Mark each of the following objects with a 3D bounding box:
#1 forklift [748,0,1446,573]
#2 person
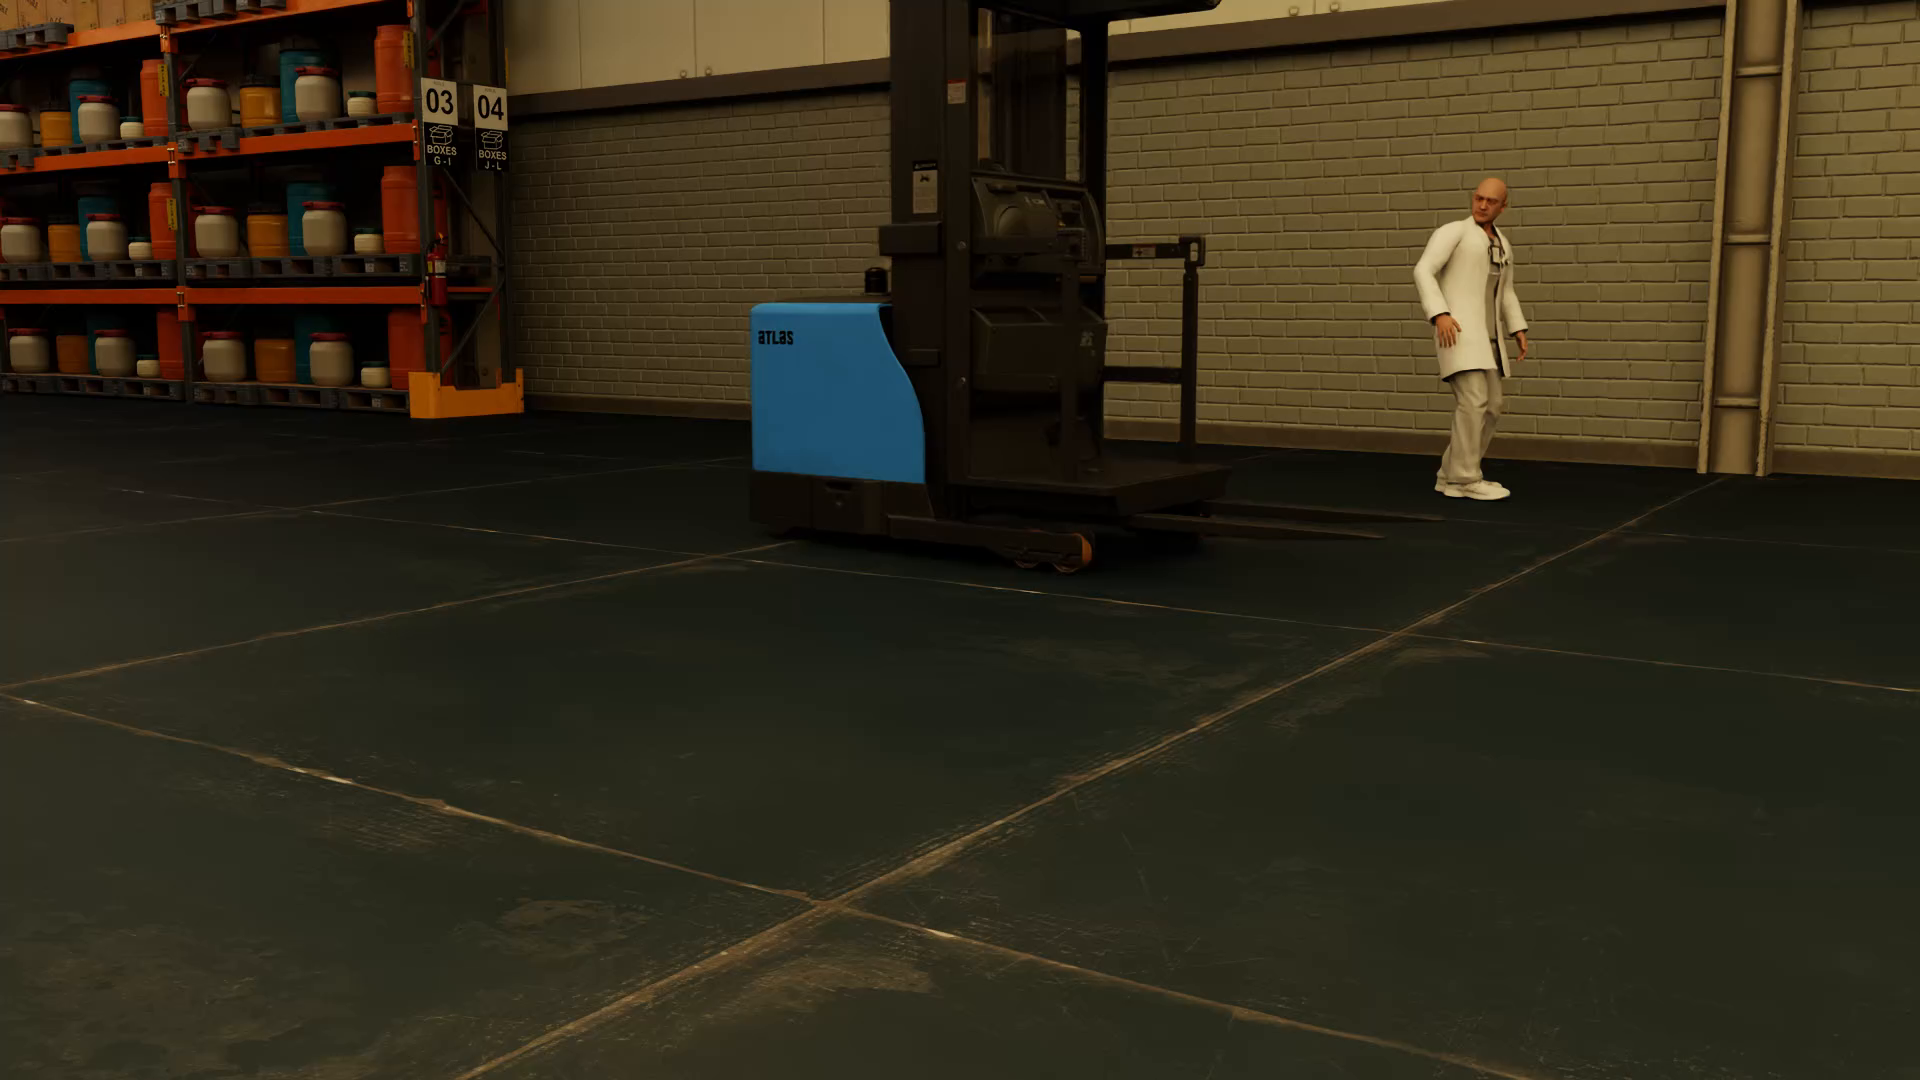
[{"bbox_3d":[0.512,-1.402,7.050,3.031,2.935,1.130,6,10,36],"label":"forklift"},{"bbox_3d":[2.915,-1.117,9.228,0.799,1.759,0.557,-7,11,-41],"label":"person"}]
